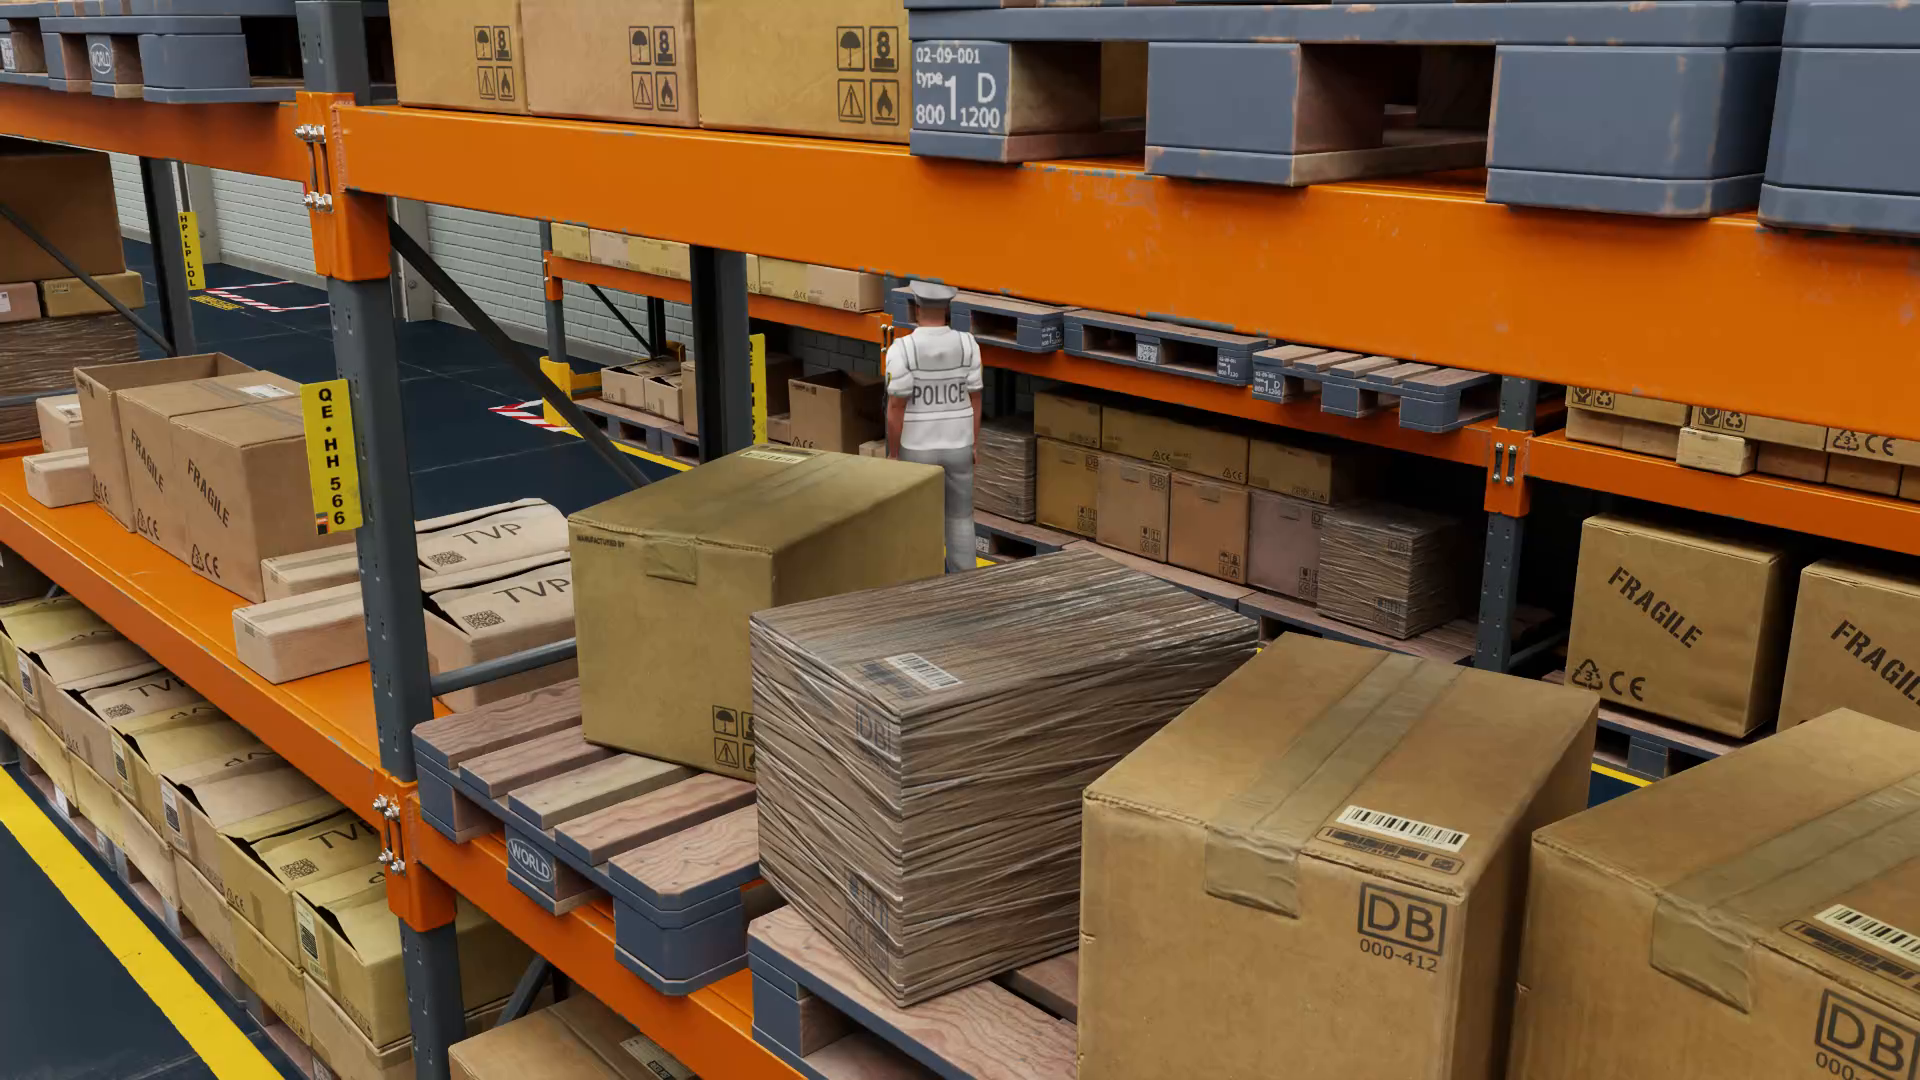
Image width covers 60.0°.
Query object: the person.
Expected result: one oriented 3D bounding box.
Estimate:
[{"bbox_3d":[-0.145,-0.477,8.554,0.525,1.774,0.399,-7,18,-21],"label":"person"}]
